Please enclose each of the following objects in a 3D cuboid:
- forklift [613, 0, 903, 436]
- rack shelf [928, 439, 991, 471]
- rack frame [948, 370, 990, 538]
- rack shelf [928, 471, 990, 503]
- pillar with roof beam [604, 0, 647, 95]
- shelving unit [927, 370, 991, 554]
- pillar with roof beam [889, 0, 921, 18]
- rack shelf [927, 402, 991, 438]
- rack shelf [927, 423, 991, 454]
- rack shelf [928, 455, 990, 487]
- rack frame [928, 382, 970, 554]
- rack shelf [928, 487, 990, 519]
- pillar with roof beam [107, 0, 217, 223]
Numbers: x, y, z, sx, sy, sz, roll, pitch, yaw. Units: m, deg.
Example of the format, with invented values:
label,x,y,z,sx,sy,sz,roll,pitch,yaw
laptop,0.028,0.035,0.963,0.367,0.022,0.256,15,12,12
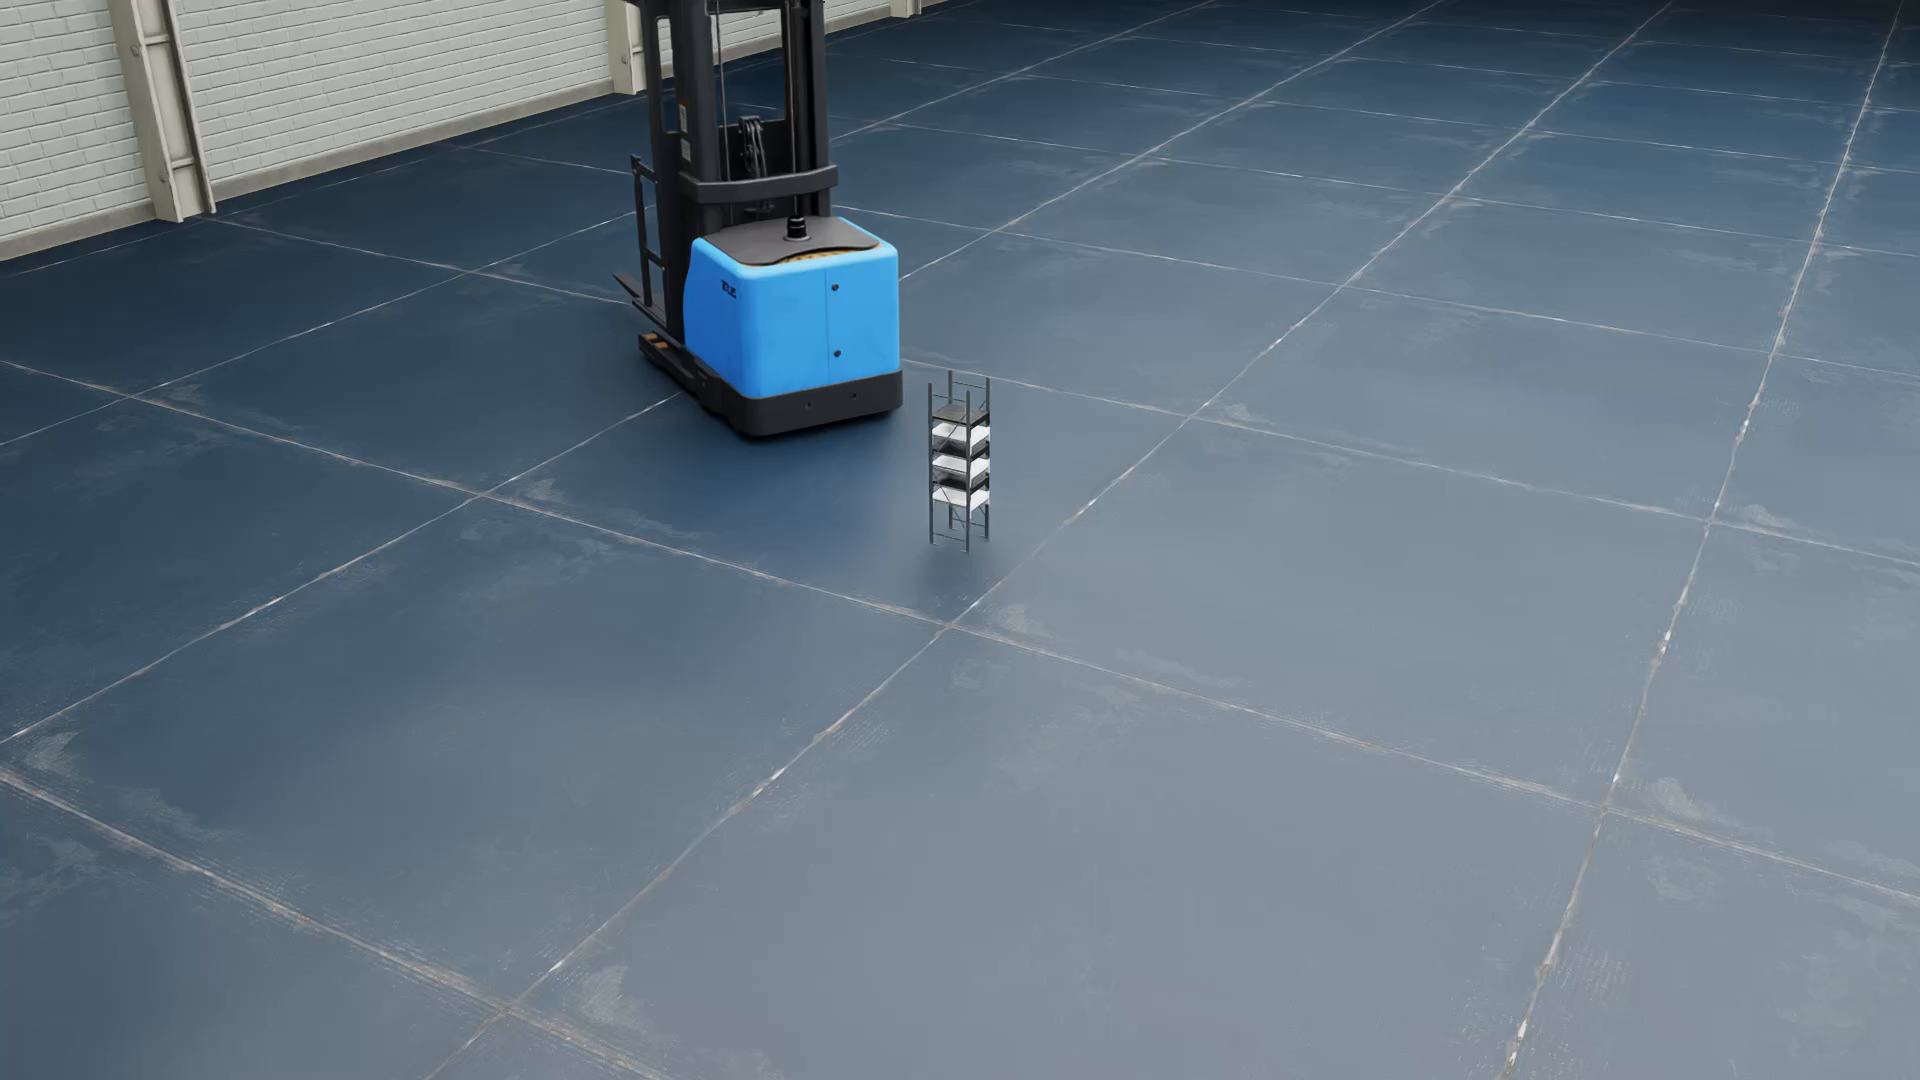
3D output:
label,x,y,z,sx,sy,sz,roll,pitch,yaw
forklift,-1.508,-2.547,10.564,1.130,2.935,3.031,-14,30,-26
rack shelf,-0.004,-0.450,8.517,0.258,0.077,0.200,14,30,26
rack frame,0.046,-0.439,8.621,0.240,0.900,0.006,14,30,26
rack shelf,-0.004,-0.289,8.597,0.258,0.077,0.200,14,30,26
pillar with roof beam,0.014,-8.223,15.124,9.100,9.000,0.400,14,30,26
shelving unit,-0.004,-0.399,8.542,0.258,0.900,0.210,14,30,26
pillar with roof beam,2.966,-10.561,19.795,9.100,9.000,0.400,14,30,26
rack shelf,-0.004,-0.611,8.436,0.258,0.077,0.200,14,30,26
rack shelf,-0.004,-0.530,8.477,0.258,0.077,0.200,14,30,26
rack shelf,-0.004,-0.369,8.557,0.258,0.077,0.200,14,30,26
rack frame,-0.054,-0.360,8.463,0.240,0.900,0.006,14,30,26
rack shelf,-0.004,-0.208,8.638,0.258,0.077,0.200,14,30,26
pillar with roof beam,-2.937,-5.885,10.452,9.100,9.000,0.400,14,30,26
